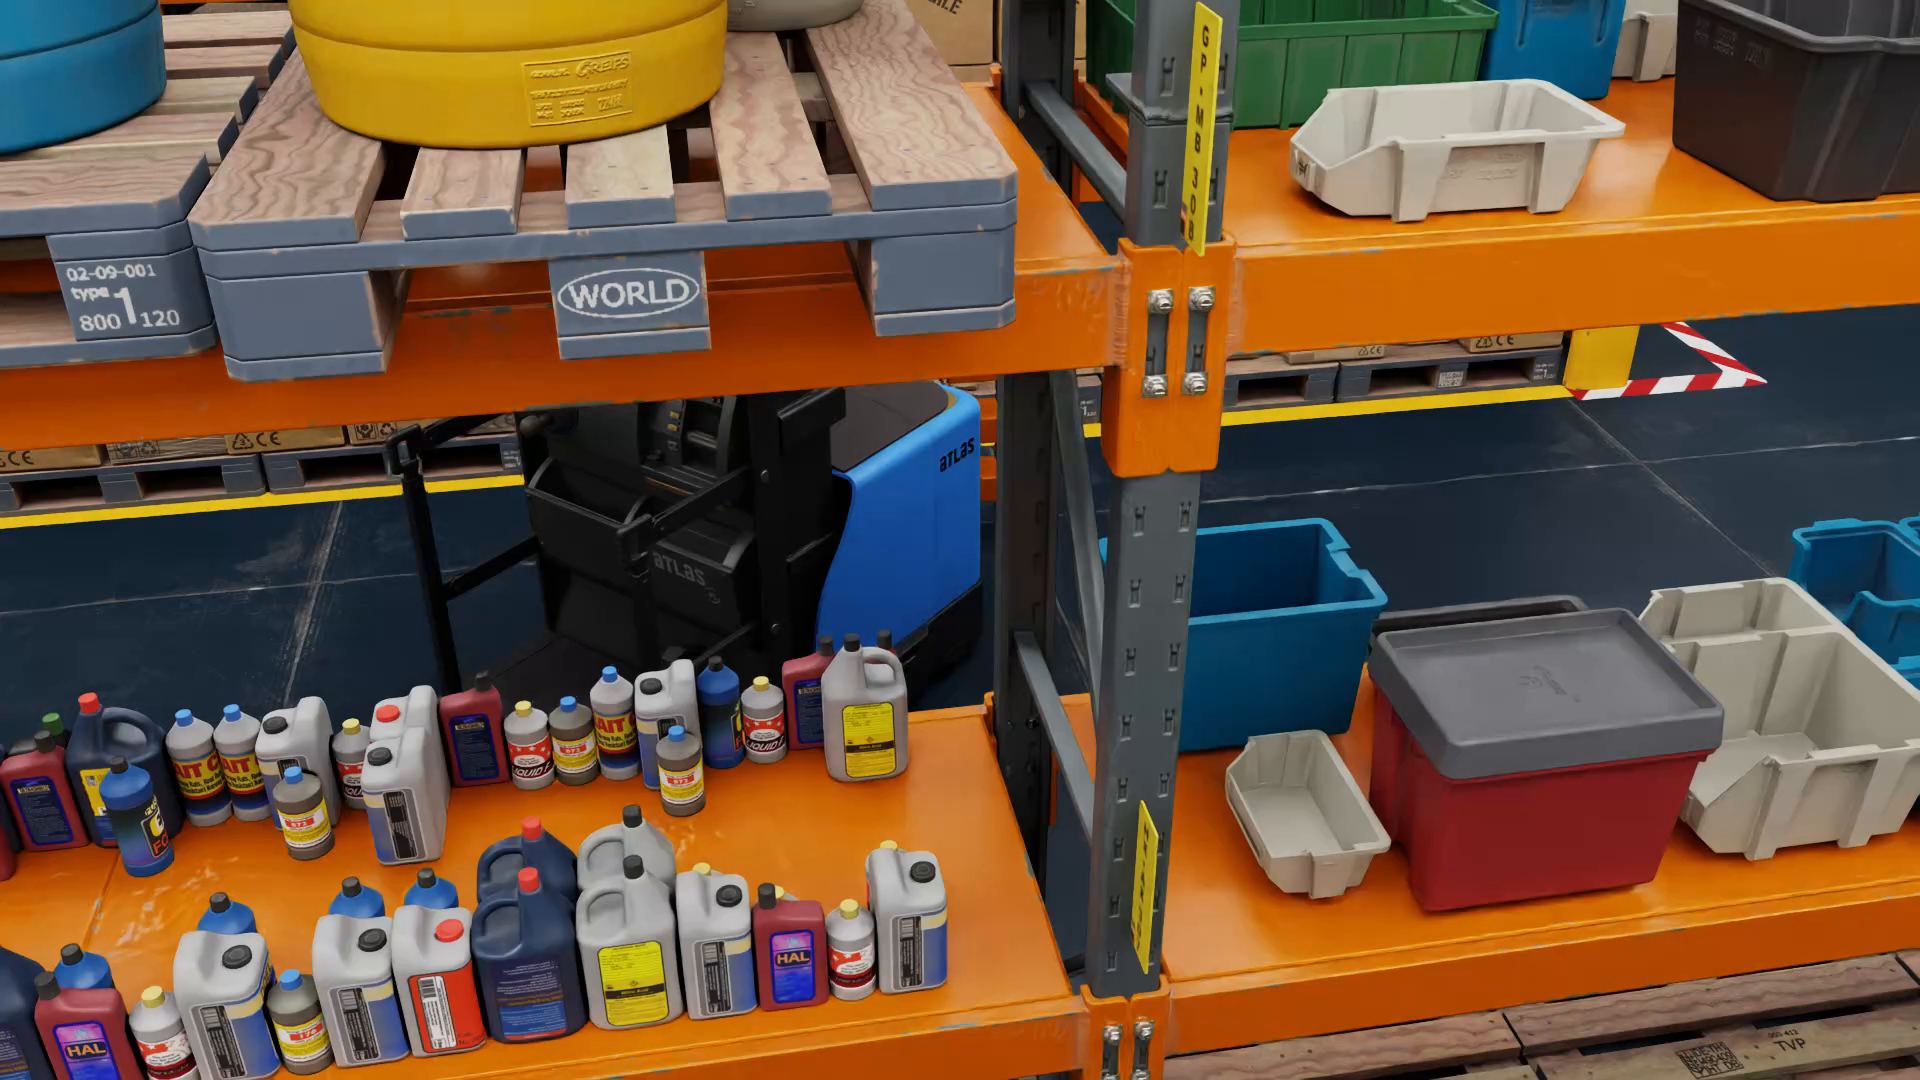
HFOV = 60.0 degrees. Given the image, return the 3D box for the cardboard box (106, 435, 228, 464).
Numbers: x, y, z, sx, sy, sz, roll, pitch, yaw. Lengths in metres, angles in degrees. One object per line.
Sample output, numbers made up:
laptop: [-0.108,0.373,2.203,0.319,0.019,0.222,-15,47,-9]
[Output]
cardboard box: [-3.580,-0.701,7.515,0.500,0.500,0.500,-6,31,-11]

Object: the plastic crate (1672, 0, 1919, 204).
plastic crate: [1.502,-0.748,2.732,0.590,0.269,0.497,-5,31,-9]

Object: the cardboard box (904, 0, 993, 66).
cardboard box: [-0.144,-2.382,7.256,0.500,0.500,0.500,-5,31,-8]

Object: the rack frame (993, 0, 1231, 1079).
rack frame: [0.230,0.465,3.499,0.127,3.000,1.000,-5,31,-9]

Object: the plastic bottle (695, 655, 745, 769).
plastic bottle: [-0.544,0.382,3.767,0.097,0.271,0.097,0,30,0]

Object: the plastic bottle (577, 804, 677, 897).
plastic bottle: [-0.641,0.662,3.214,0.185,0.351,0.144,-5,31,-9]

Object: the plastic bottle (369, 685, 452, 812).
plastic bottle: [-1.204,0.456,3.638,0.135,0.276,0.152,-5,31,-9]

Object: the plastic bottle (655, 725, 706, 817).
plastic bottle: [-0.613,0.497,3.641,0.097,0.201,0.097,0,30,0]

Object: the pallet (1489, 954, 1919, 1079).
pallet: [2.149,1.468,4.545,1.213,0.211,1.003,-5,31,-9]

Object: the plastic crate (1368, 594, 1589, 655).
plastic crate: [1.283,0.322,3.955,0.590,0.125,0.437,-5,31,-9]

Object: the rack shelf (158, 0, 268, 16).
rack shelf: [-3.521,-3.981,11.771,4.000,0.370,1.077,-5,31,-9]

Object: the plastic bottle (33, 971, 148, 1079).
plastic bottle: [-1.534,0.870,2.927,0.133,0.283,0.061,-5,31,-9]

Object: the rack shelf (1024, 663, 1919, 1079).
rack shelf: [2.198,0.593,3.992,4.000,0.370,1.077,-5,31,-9]

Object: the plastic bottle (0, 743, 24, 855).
plastic bottle: [-2.095,0.504,3.482,0.185,0.351,0.144,-5,31,-9]

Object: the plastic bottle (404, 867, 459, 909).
plastic bottle: [-0.995,0.737,3.164,0.097,0.271,0.097,0,30,0]

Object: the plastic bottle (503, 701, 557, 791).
plastic bottle: [-0.964,0.451,3.719,0.097,0.201,0.097,0,30,0]

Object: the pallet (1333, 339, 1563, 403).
pallet: [2.418,-1.087,8.891,1.213,0.211,1.003,-5,31,-9]

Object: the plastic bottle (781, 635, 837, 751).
plastic bottle: [-0.338,0.349,3.813,0.133,0.283,0.061,-5,31,-9]

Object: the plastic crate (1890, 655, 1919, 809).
plastic crate: [2.191,0.462,3.611,0.300,0.233,0.416,-5,31,-9]

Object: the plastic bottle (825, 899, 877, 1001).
plastic bottle: [-0.208,0.772,3.173,0.097,0.201,0.097,0,30,0]

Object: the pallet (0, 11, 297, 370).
pallet: [-1.638,-0.521,2.404,1.213,0.211,1.003,-5,31,-9]

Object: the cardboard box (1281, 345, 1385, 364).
cardboard box: [1.846,-1.130,8.491,0.500,0.250,0.500,-5,31,-9]

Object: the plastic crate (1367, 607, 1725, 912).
plastic crate: [1.154,0.455,3.394,0.583,0.464,0.402,-5,31,-9]

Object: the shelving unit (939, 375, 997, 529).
shelving unit: [0.053,-0.457,6.992,0.252,1.050,0.215,-5,31,-9]

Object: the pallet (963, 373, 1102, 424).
pallet: [0.018,-0.865,8.513,1.213,0.211,1.003,-5,31,-9]

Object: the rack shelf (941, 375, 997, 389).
rack shelf: [0.053,-0.693,6.854,0.240,0.259,0.215,-5,31,-9]

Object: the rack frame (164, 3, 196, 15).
rack frame: [-5.489,-4.109,11.279,0.127,3.000,1.000,-5,31,-9]

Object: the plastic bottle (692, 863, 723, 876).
plastic bottle: [-0.499,0.721,3.260,0.097,0.201,0.097,0,30,0]

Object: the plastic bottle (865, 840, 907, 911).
plastic bottle: [-0.140,0.688,3.317,0.097,0.201,0.097,0,30,0]

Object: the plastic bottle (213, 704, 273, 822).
plastic bottle: [-1.552,0.476,3.609,0.097,0.271,0.097,0,30,0]

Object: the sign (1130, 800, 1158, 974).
sign: [0.328,0.620,2.962,0.005,0.325,0.100,-5,31,-9]

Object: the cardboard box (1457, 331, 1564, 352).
cardboard box: [2.786,-1.310,8.550,0.500,0.500,0.500,-5,31,-9]

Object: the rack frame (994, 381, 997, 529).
rack frame: [0.173,-0.469,7.011,0.008,1.050,0.200,-5,31,-9]

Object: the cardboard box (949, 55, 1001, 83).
cardboard box: [-0.108,-1.958,7.523,0.500,0.500,0.500,-5,31,-8]

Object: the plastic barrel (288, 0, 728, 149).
plastic barrel: [-0.631,-0.905,2.271,0.600,0.588,0.600,0,30,0]

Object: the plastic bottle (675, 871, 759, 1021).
plastic bottle: [-0.458,0.749,3.139,0.135,0.276,0.152,-5,31,-9]

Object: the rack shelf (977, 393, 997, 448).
rack shelf: [0.053,-0.448,6.998,0.240,0.259,0.215,-5,31,-9]

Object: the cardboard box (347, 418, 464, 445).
cardboard box: [-2.573,-0.795,7.674,0.500,0.500,0.500,-6,31,-11]

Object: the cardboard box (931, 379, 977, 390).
cardboard box: [-0.206,-0.966,8.152,0.500,0.311,0.500,-5,31,-9]

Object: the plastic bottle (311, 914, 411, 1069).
plastic bottle: [-1.087,0.808,3.040,0.135,0.276,0.152,-5,31,-9]

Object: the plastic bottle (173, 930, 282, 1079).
plastic bottle: [-1.315,0.829,3.004,0.135,0.276,0.152,-5,31,-9]

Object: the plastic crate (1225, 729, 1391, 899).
plastic crate: [0.714,0.582,3.502,0.243,0.136,0.396,-5,31,-9]

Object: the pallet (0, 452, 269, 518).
pallet: [-3.852,-0.487,7.870,1.213,0.211,1.003,-5,31,-9]

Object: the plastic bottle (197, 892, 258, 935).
plastic bottle: [-1.356,0.770,3.108,0.097,0.271,0.097,0,30,0]

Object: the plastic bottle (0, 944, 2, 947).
plastic bottle: [-1.858,0.771,3.029,0.185,0.351,0.144,-5,31,-9]

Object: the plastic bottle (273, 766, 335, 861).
plastic bottle: [-1.392,0.569,3.518,0.097,0.201,0.097,0,30,0]

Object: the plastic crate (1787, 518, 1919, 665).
plastic crate: [2.272,0.152,4.137,0.300,0.233,0.416,-5,31,-9]

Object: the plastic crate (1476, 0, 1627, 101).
plastic crate: [1.068,-0.998,3.193,0.300,0.233,0.416,-5,31,-9]

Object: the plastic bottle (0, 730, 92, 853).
plastic bottle: [-1.935,0.528,3.508,0.133,0.283,0.061,-5,31,-9]

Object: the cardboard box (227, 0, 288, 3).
cardboard box: [-4.742,-3.365,11.720,0.750,0.750,0.750,-6,31,-10]

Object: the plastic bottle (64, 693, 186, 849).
plastic bottle: [-1.782,0.475,3.532,0.185,0.351,0.144,-5,31,-9]

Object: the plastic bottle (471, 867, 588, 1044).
plastic bottle: [-0.797,0.751,3.063,0.185,0.351,0.144,-5,31,-9]

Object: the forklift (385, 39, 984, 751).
forklift: [-1.165,-0.393,5.027,1.130,2.935,3.031,20,36,30]

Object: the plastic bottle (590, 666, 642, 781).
plastic bottle: [-0.773,0.403,3.731,0.097,0.271,0.097,0,30,0]

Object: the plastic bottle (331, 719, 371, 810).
plastic bottle: [-1.323,0.485,3.662,0.097,0.201,0.097,0,30,0]

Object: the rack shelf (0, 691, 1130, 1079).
rack shelf: [-1.737,0.958,3.371,4.000,0.370,1.077,-5,31,-9]
